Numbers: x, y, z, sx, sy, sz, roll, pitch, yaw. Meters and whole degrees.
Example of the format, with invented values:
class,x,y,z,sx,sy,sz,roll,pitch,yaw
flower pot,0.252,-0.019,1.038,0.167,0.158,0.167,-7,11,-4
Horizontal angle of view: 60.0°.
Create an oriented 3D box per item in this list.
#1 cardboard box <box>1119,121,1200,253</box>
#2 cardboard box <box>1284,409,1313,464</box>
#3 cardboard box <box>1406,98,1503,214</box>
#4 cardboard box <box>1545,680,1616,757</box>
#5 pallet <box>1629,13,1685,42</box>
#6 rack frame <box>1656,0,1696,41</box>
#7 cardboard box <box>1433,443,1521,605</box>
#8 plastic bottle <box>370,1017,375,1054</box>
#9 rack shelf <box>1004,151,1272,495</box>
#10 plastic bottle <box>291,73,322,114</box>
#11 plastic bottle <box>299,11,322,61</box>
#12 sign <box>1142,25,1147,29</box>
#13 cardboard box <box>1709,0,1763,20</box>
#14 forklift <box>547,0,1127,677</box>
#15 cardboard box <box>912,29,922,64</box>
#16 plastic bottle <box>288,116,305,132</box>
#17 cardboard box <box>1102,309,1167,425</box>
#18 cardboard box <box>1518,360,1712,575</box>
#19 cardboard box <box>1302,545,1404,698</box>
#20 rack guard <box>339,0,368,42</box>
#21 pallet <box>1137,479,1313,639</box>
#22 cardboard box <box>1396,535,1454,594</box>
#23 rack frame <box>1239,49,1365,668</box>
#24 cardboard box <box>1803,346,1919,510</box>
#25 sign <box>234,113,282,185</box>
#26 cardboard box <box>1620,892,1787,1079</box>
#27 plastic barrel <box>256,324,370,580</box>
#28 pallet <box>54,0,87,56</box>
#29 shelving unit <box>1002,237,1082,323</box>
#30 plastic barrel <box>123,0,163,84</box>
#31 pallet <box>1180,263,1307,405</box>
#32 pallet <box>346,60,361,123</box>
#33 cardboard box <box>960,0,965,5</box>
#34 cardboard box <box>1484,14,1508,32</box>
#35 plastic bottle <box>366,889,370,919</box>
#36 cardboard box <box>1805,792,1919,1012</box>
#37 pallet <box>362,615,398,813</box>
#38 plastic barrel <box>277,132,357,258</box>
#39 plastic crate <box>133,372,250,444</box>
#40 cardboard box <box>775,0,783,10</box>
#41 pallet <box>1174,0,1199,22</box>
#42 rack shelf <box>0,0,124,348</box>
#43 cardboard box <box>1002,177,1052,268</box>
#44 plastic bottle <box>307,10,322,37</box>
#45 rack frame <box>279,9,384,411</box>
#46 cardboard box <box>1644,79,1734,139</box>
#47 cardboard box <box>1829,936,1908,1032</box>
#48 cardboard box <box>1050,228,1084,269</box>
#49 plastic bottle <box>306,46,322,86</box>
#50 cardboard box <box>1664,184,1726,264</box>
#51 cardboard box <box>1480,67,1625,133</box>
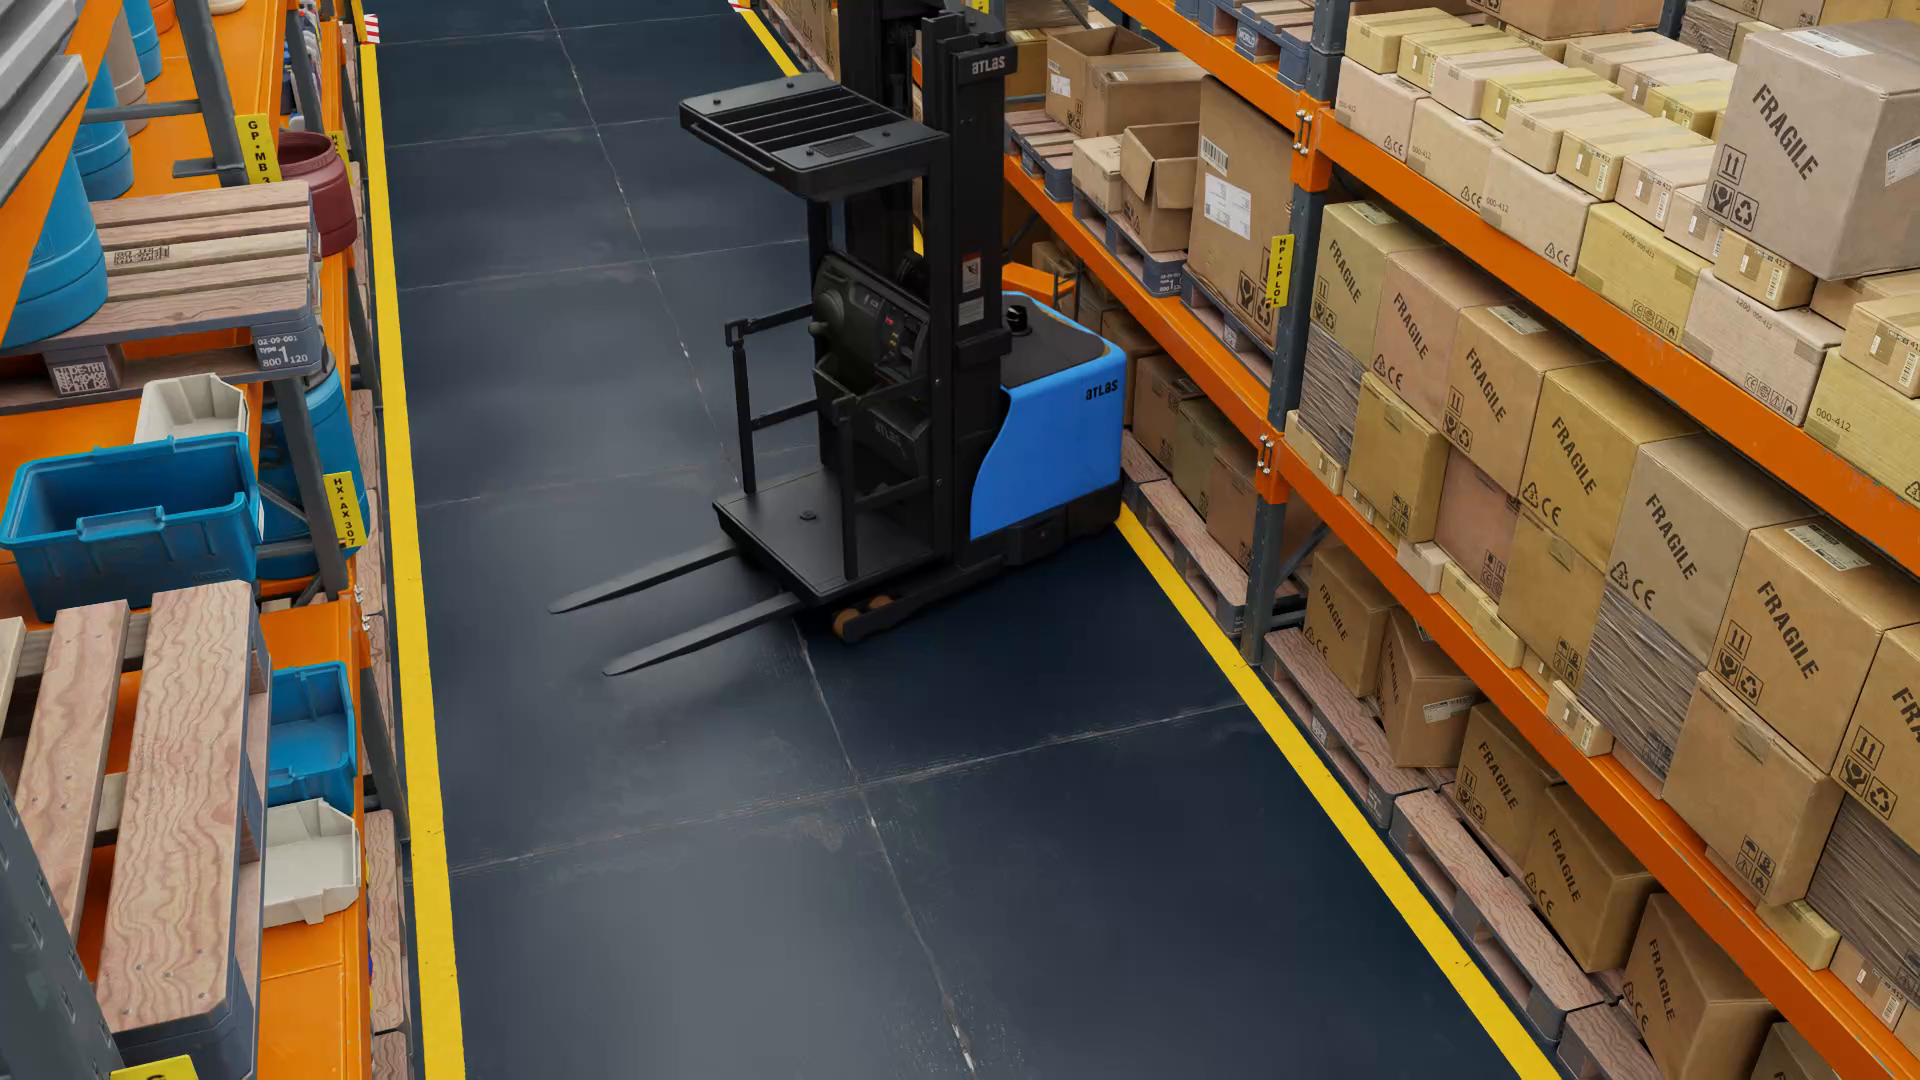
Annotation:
class,x,y,z,sx,sy,sz,roll,pitch,yaw
cardboard box,1.257,-1.855,8.681,0.797,0.503,0.637,-7,34,-10
cardboard box,1.653,-0.474,7.294,0.380,0.149,0.250,-10,35,-15
cardboard box,1.934,-1.375,5.844,0.500,0.250,0.500,-10,35,-15
cardboard box,2.253,0.578,5.702,0.380,0.149,0.250,-10,35,-15
pallet,5.090,-3.899,12.424,1.213,0.211,1.003,-10,35,-15
rack frame,5.408,-3.623,11.832,1.000,3.000,0.127,-10,35,-15
cardboard box,2.320,-0.147,6.211,0.875,0.500,0.500,-10,35,-15
plastic bottle,-2.169,1.690,5.863,0.152,0.276,0.135,-9,35,-14
rack shelf,1.264,-1.492,9.259,1.077,0.370,4.000,-10,35,-15
plastic bottle,-4.310,-2.967,10.952,0.152,0.276,0.135,-10,35,-15
plastic bottle,-4.635,-3.564,11.787,0.144,0.351,0.185,-10,35,-15
sign,1.168,-3.388,10.498,0.100,0.325,0.005,-10,35,-15
cardboard box,5.536,-3.845,11.169,0.700,0.500,0.500,-10,35,-15
forklift,-0.607,-1.044,7.990,3.031,2.935,1.130,-22,39,-29
cardboard box,-0.041,-3.636,11.761,0.500,0.500,0.500,-11,35,-16
plastic bottle,-4.028,-2.482,10.217,0.152,0.276,0.135,-10,35,-15
cardboard box,1.238,-1.049,9.804,0.700,0.500,0.500,-7,34,-11
cardboard box,2.238,-0.261,5.475,0.500,0.500,0.500,-10,35,-15
cardboard box,1.958,0.342,7.717,0.500,0.500,0.500,-11,35,-16
rack guard,-6.523,-5.177,16.451,1.175,0.500,0.348,-10,35,-15
pallet,1.635,0.013,8.859,1.003,0.211,1.213,-10,35,-15
cardboard box,1.942,0.054,6.495,0.380,0.149,0.250,-10,35,-15
rack frame,1.874,-0.742,7.472,1.000,3.000,0.127,-10,35,-15
cardboard box,2.550,-0.303,4.222,0.500,0.250,0.500,-10,35,-14
sign,-2.316,-1.251,5.513,0.100,0.325,0.005,-10,35,-15
cardboard box,2.705,1.587,5.833,0.500,0.500,0.500,-1,33,-2
plastic barrel,-2.672,-0.372,6.457,0.600,0.901,0.708,-10,35,-15
pallet,-2.189,-1.097,3.101,1.003,0.211,1.213,-10,35,-15
shelving unit,0.394,-1.088,9.618,0.503,1.200,0.258,24,38,32
plastic barrel,-3.604,-2.287,6.634,0.600,0.901,0.708,-10,35,-15
pallet,1.779,-1.088,8.169,1.003,0.211,1.213,-10,35,-15
pallet,-5.920,-3.967,14.882,1.003,0.211,1.213,-10,35,-15
cardboard box,0.250,-4.032,11.449,0.797,0.503,0.637,-9,35,-14
cardboard box,2.248,-1.975,6.391,0.380,0.149,0.250,-9,35,-13
plastic bottle,-2.372,1.302,6.382,0.144,0.351,0.185,-11,35,-16
cardboard box,2.953,0.899,4.628,0.875,0.500,0.500,-10,35,-15
pallet,-3.119,0.848,7.594,1.003,0.211,1.213,-10,35,-15
plastic barrel,-3.633,-1.873,9.060,0.600,0.536,0.708,-10,35,-15
plastic crate,-1.968,-0.276,4.285,0.243,0.136,0.396,-10,35,-15
cardboard box,-1.515,-6.009,16.988,0.875,0.875,0.875,-10,35,-15
pallet,1.468,-2.801,8.037,1.213,0.211,1.003,-10,35,-15
rack shelf,-2.233,-0.895,3.277,1.077,0.370,4.000,-10,35,-15
cardboard box,0.463,-2.497,11.673,1.225,0.875,0.875,-12,35,-17
plastic bottle,-4.794,-3.818,12.306,0.097,0.201,0.097,0,33,0
rack frame,-4.063,-2.009,9.389,1.000,3.000,0.127,-10,35,-15
cardboard box,2.519,-1.414,5.542,0.380,0.149,0.250,-9,34,-13
cardboard box,2.735,1.217,4.735,0.380,0.149,0.250,-10,35,-15
cardboard box,0.887,-1.949,10.486,0.500,0.250,0.500,-9,34,-13
plastic bottle,-4.478,-3.256,11.389,0.152,0.276,0.135,-10,35,-15
cardboard box,2.283,-0.927,4.804,0.380,0.149,0.250,-12,35,-17
cardboard box,2.004,-1.479,5.640,0.380,0.149,0.250,-9,35,-13
